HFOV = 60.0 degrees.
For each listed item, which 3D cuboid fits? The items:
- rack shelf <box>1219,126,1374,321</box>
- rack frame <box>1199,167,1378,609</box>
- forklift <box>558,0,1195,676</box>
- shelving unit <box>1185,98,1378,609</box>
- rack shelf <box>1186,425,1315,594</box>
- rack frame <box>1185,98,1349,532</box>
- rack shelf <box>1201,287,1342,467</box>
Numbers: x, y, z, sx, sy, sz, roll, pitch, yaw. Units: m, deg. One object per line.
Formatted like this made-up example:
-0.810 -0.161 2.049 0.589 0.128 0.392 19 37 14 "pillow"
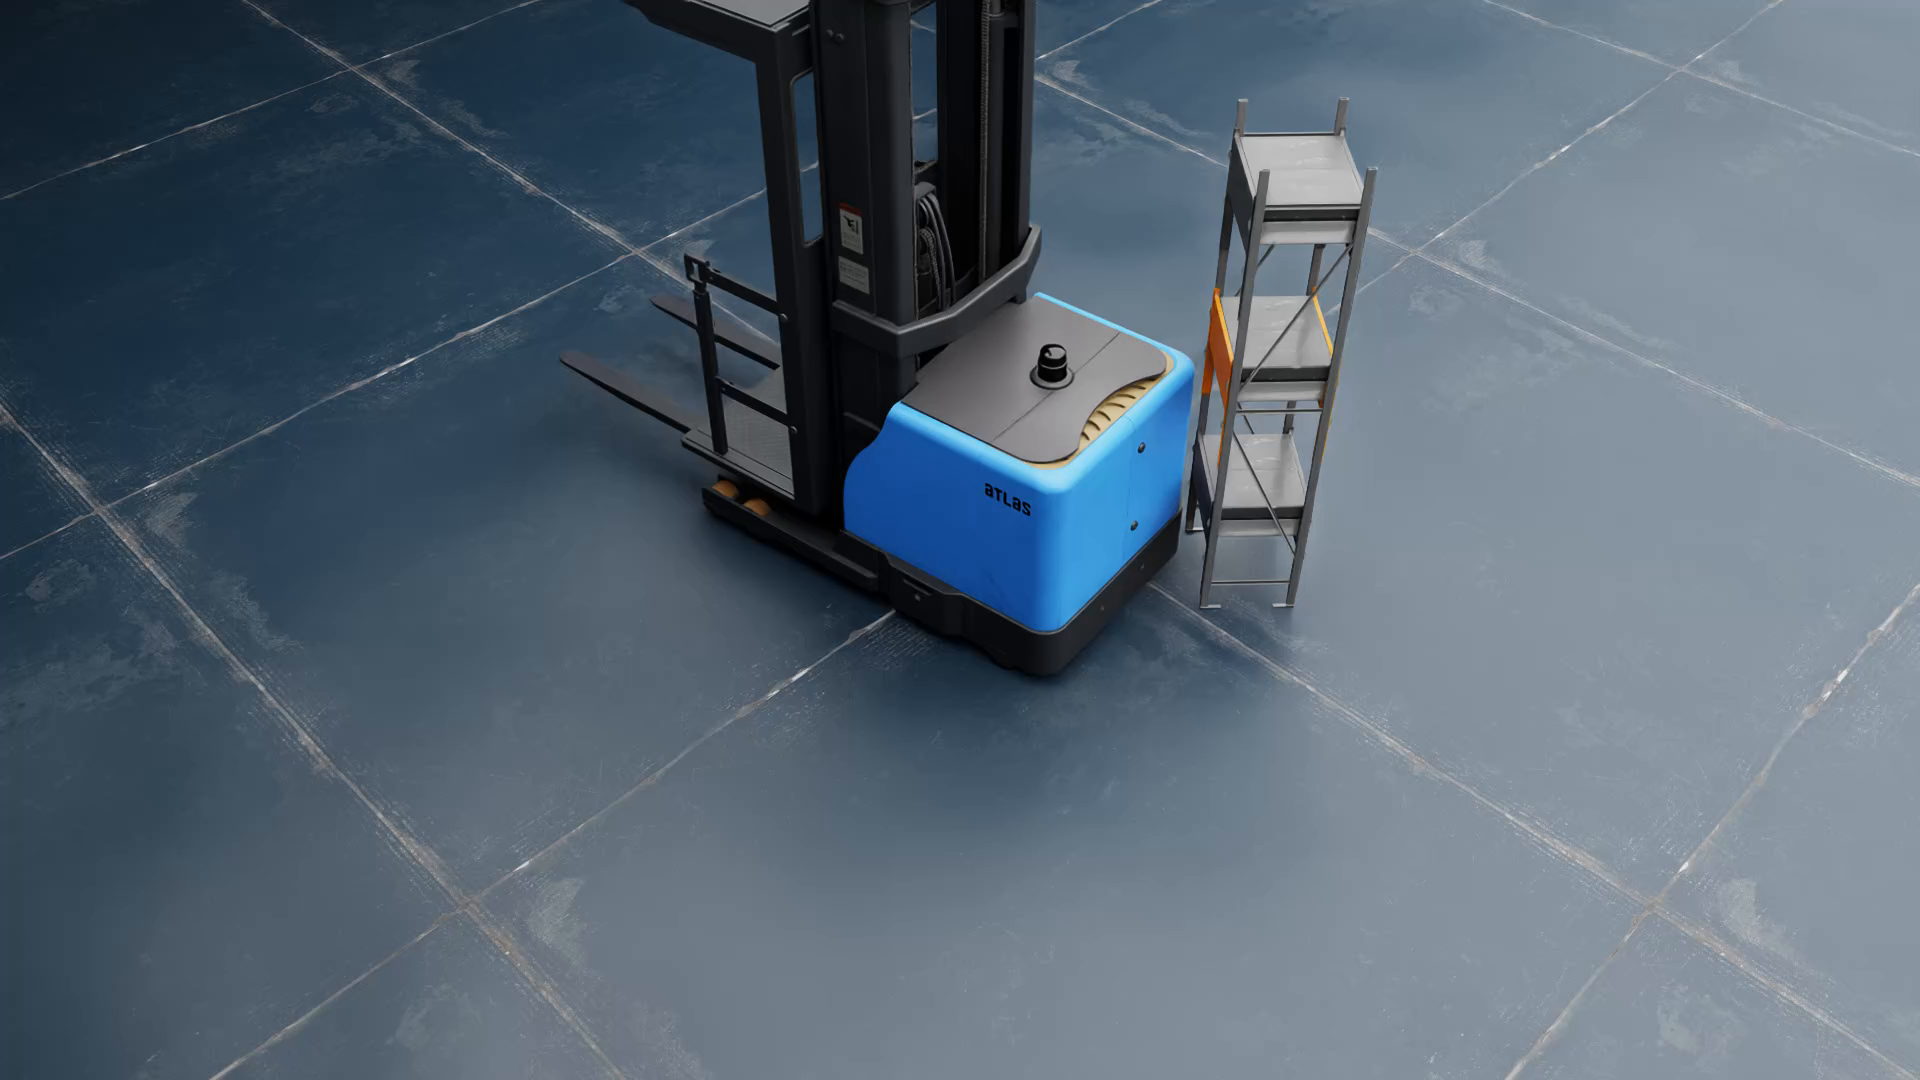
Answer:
1.209 -1.155 6.059 0.431 0.518 0.480 -1 43 -1 "rack shelf"
1.216 -0.486 6.346 0.400 2.100 0.015 -1 43 -1 "rack frame"
-0.531 -1.356 6.675 3.031 2.935 1.130 27 49 26 "forklift"
1.209 -0.651 6.525 0.431 2.100 0.503 -1 43 -1 "shelving unit"
1.209 -0.127 7.009 0.431 0.518 0.480 -1 43 -1 "rack shelf"
1.203 -0.817 6.704 0.400 2.100 0.015 -1 43 -1 "rack frame"
1.209 -0.641 6.534 0.431 0.518 0.480 -1 43 -1 "rack shelf"
